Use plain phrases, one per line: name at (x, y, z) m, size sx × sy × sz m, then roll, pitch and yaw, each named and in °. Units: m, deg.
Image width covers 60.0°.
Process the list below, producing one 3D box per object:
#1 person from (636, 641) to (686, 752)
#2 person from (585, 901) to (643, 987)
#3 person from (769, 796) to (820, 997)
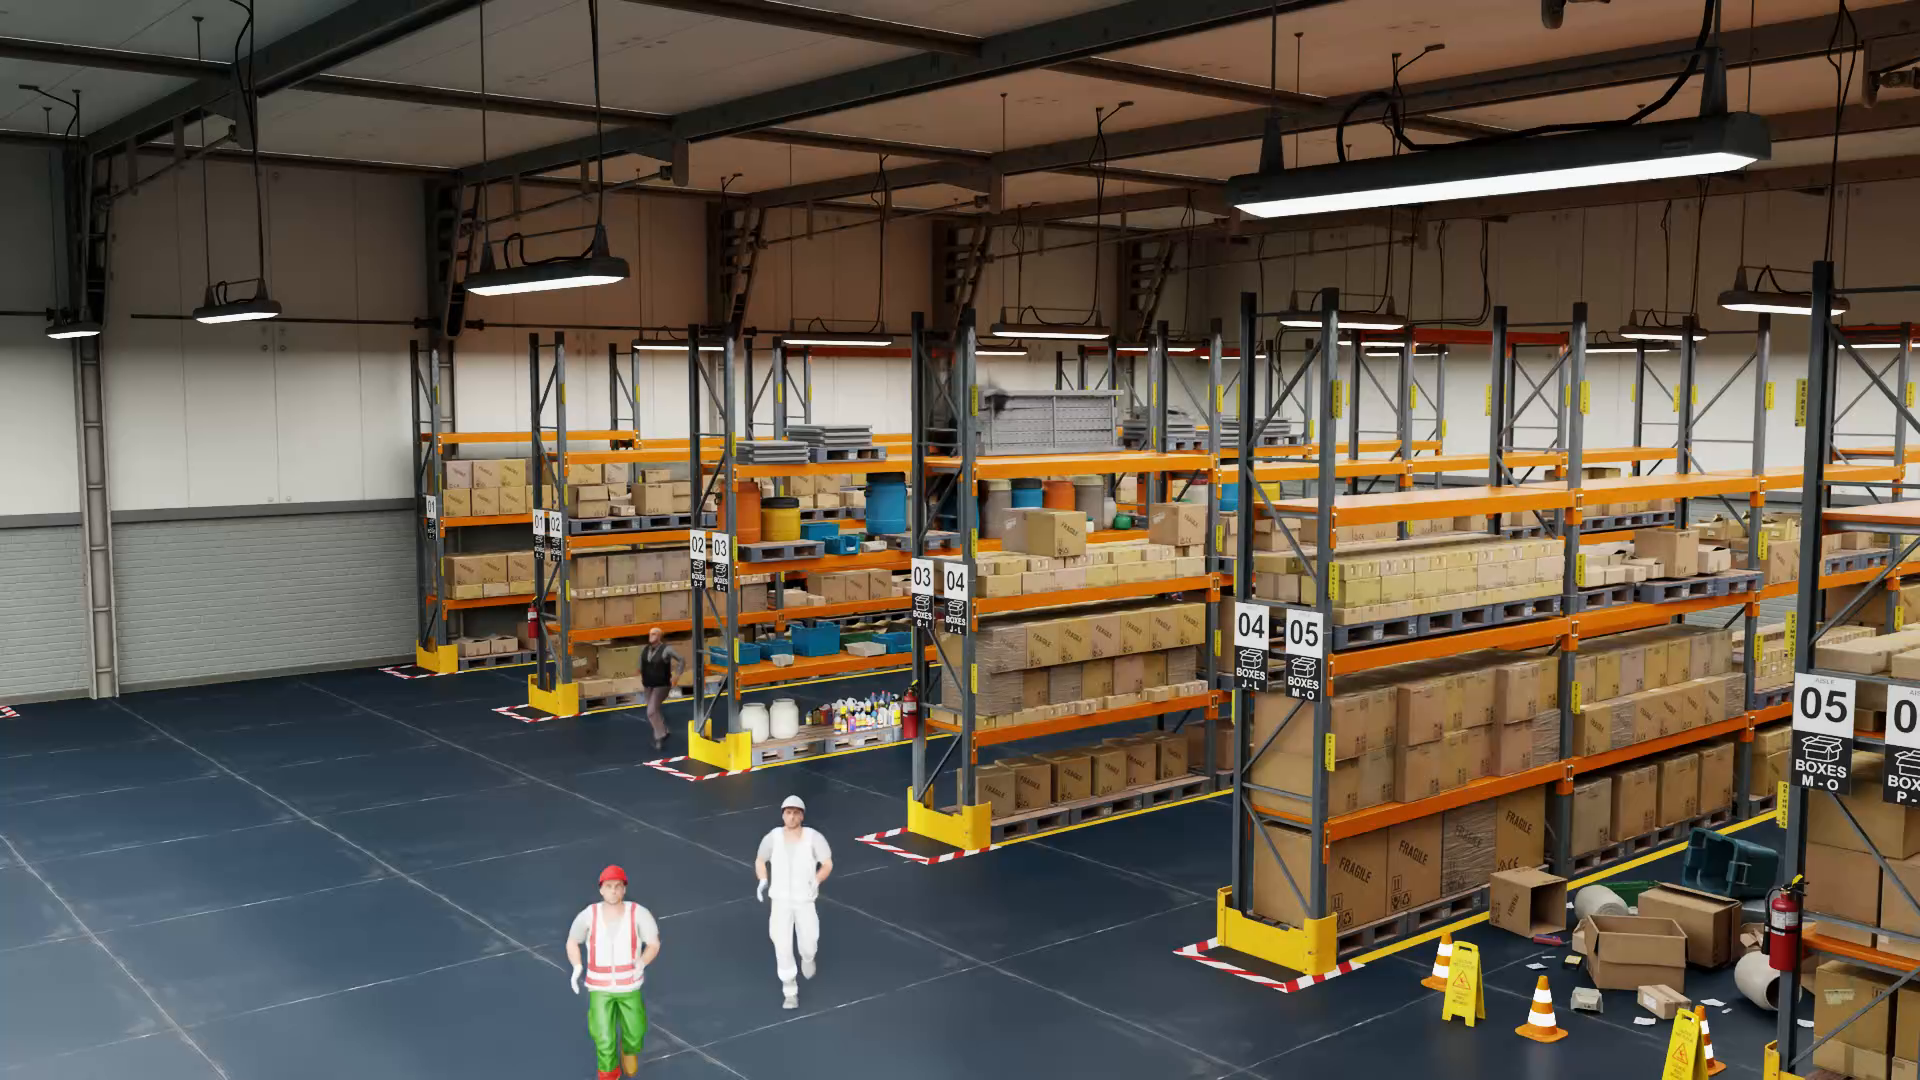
person at (-4.294, 2.228, 23.703) m, size 0.685 × 1.567 × 0.635 m, roll 3°, pitch 6°, yaw 31°
person at (-2.472, 2.873, 11.866) m, size 0.409 × 0.555 × 0.316 m, roll -1°, pitch 5°, yaw -12°
person at (-1.387, 2.976, 13.979) m, size 0.430 × 1.683 × 0.603 m, roll 0°, pitch 5°, yaw 0°
